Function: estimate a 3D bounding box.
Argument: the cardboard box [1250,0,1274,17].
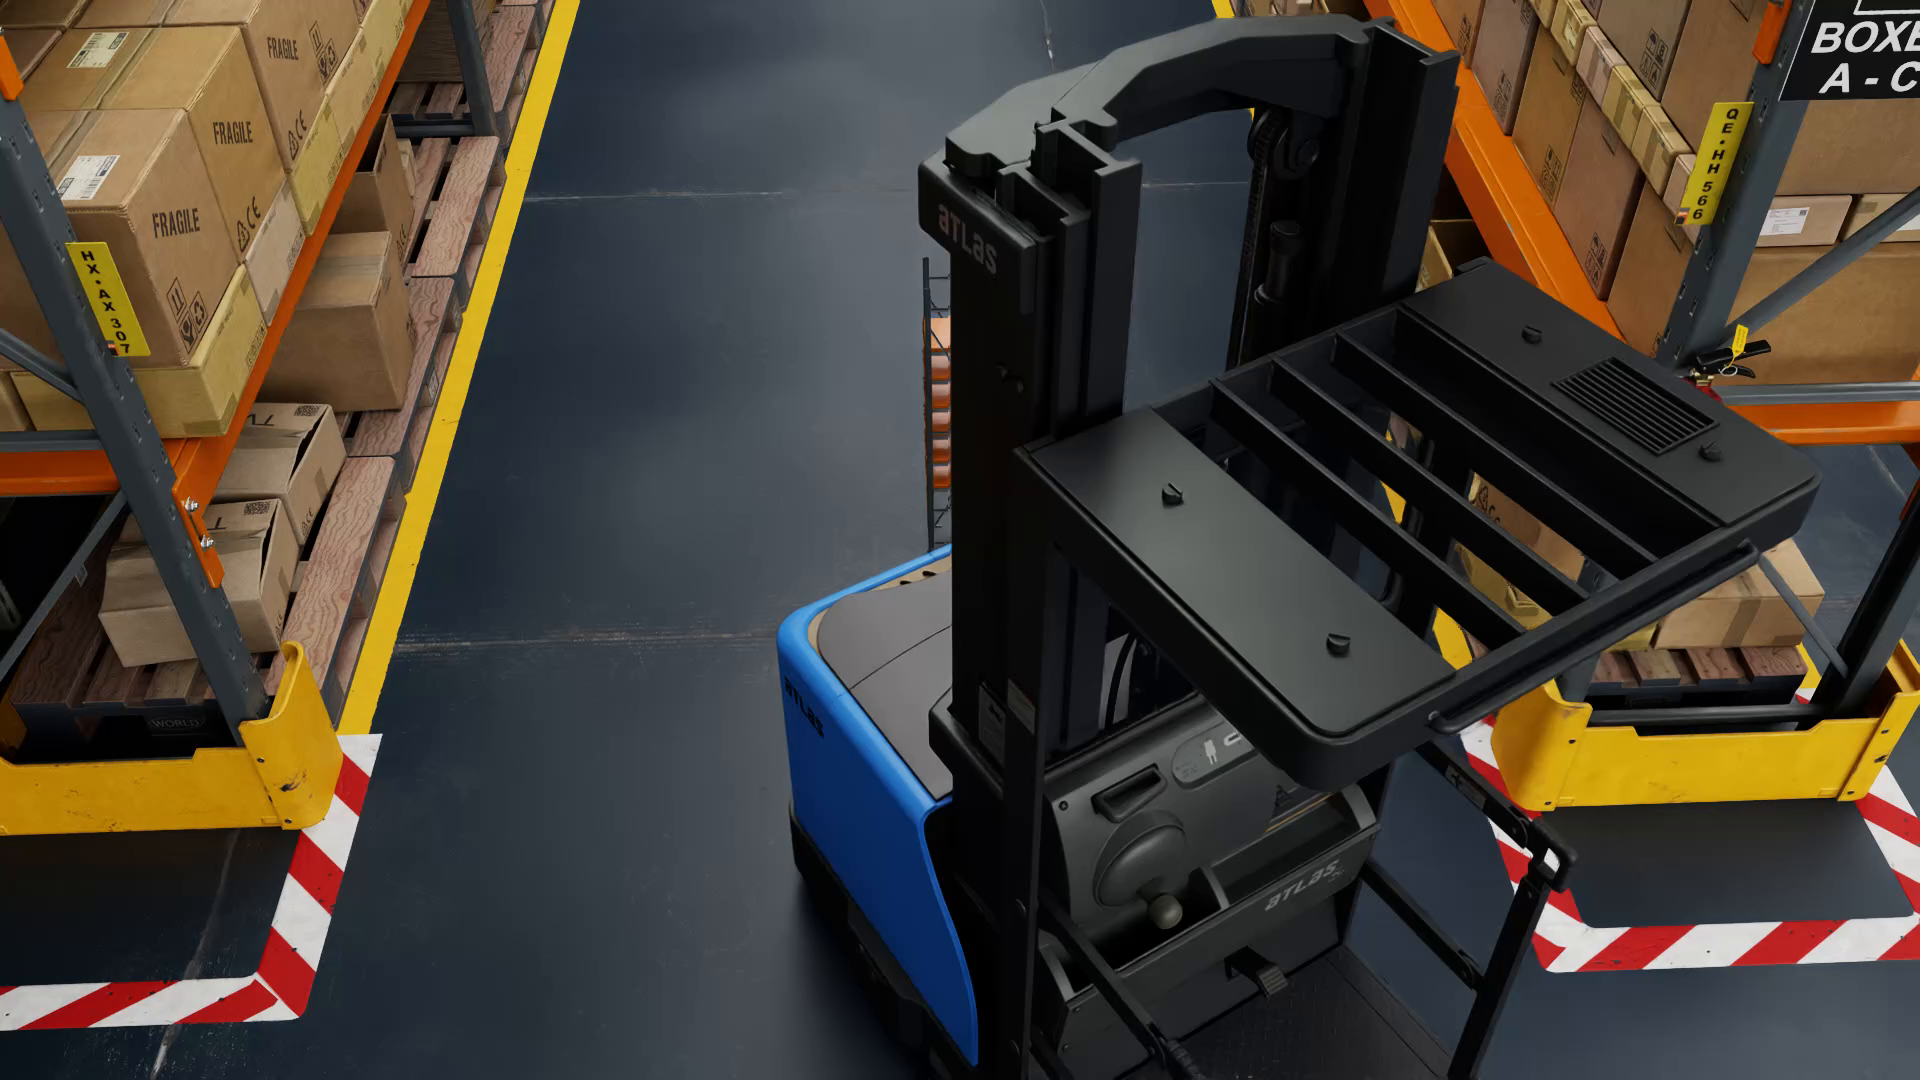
[{"bbox_3d":[1.850,-2.843,8.856,0.500,0.250,0.500,-2,43,-2],"label":"cardboard box"}]

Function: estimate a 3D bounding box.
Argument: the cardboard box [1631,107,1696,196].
[{"bbox_3d":[2.127,-1.093,4.669,0.380,0.149,0.250,-1,43,-1],"label":"cardboard box"}]

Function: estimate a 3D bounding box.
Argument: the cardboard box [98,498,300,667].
[{"bbox_3d":[-2.542,0.116,5.568,0.500,0.311,0.500,-6,43,-7],"label":"cardboard box"}]

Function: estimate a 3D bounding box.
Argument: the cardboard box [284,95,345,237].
[{"bbox_3d":[-2.358,-1.228,5.466,0.500,0.250,0.500,-2,43,-2],"label":"cardboard box"}]

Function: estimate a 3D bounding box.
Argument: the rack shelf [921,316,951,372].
[{"bbox_3d":[0.001,-0.665,5.621,0.258,0.103,0.180,-2,43,-2],"label":"rack shelf"}]

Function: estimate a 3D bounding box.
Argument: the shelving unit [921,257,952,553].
[{"bbox_3d":[0.001,-0.433,5.834,0.258,1.200,0.189,-2,43,-2],"label":"shelving unit"}]

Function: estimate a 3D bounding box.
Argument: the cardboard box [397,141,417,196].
[{"bbox_3d":[-2.720,-1.701,7.657,0.380,0.166,0.250,-7,43,-7],"label":"cardboard box"}]

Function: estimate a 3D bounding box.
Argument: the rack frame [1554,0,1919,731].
[{"bbox_3d":[2.347,-0.388,4.453,1.000,3.000,0.127,-2,43,-2],"label":"rack frame"}]

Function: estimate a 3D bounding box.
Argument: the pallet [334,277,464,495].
[{"bbox_3d":[-2.654,-0.638,6.790,1.003,0.211,1.213,-2,43,-2],"label":"pallet"}]

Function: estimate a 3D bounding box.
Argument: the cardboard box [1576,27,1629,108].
[{"bbox_3d":[2.108,-1.436,5.042,0.380,0.149,0.250,-1,43,-1],"label":"cardboard box"}]

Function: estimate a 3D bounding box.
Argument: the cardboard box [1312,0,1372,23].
[{"bbox_3d":[1.884,-2.184,7.582,0.500,0.500,0.500,-2,43,-2],"label":"cardboard box"}]

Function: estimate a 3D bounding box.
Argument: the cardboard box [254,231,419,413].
[{"bbox_3d":[-2.547,-0.835,6.466,0.700,0.500,0.500,-4,43,-4],"label":"cardboard box"}]

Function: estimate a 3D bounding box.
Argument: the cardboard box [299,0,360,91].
[{"bbox_3d":[-2.383,-1.834,5.572,0.500,0.500,0.500,0,43,0],"label":"cardboard box"}]

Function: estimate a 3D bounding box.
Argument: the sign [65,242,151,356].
[{"bbox_3d":[-2.060,-0.578,4.020,0.100,0.325,0.005,-2,43,-2],"label":"sign"}]

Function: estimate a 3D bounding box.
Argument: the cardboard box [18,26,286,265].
[{"bbox_3d":[-2.333,-1.137,4.812,0.500,0.500,0.500,-2,43,-2],"label":"cardboard box"}]

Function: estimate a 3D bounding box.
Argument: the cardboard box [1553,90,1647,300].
[{"bbox_3d":[2.312,-1.095,5.151,0.700,0.500,0.500,-1,43,-1],"label":"cardboard box"}]

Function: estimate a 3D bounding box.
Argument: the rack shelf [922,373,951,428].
[{"bbox_3d":[0.001,-0.488,5.783,0.258,0.103,0.180,-2,43,-2],"label":"rack shelf"}]

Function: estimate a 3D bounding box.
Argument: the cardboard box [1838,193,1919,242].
[{"bbox_3d":[2.545,-0.935,4.496,0.380,0.149,0.250,-2,43,-2],"label":"cardboard box"}]

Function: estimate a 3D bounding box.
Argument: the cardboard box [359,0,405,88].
[{"bbox_3d":[-2.400,-1.909,6.209,0.500,0.250,0.500,-2,43,-2],"label":"cardboard box"}]

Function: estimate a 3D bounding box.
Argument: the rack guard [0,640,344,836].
[{"bbox_3d":[-2.606,0.627,5.196,1.175,0.500,0.348,-2,43,-2],"label":"rack guard"}]

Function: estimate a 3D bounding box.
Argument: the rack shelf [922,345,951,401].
[{"bbox_3d":[0.001,-0.577,5.702,0.258,0.103,0.180,-2,43,-2],"label":"rack shelf"}]

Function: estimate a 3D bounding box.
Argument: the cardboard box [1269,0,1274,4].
[{"bbox_3d":[1.845,-3.053,8.670,0.500,0.311,0.500,-1,43,-1],"label":"cardboard box"}]

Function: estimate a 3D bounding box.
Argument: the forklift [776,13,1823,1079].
[{"bbox_3d":[0.708,0.586,3.442,1.130,2.935,3.031,-23,47,-23],"label":"forklift"}]

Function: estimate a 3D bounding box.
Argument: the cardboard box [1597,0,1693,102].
[{"bbox_3d":[2.310,-1.609,4.752,0.700,0.500,0.500,-3,43,-3],"label":"cardboard box"}]

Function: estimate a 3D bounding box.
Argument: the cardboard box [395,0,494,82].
[{"bbox_3d":[-2.820,-2.681,8.479,0.700,0.500,0.500,0,43,0],"label":"cardboard box"}]

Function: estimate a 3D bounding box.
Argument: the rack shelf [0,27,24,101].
[{"bbox_3d":[-2.687,-2.434,4.998,1.077,0.370,4.000,-2,43,-2],"label":"rack shelf"}]

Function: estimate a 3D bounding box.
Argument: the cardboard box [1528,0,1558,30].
[{"bbox_3d":[2.084,-1.791,5.430,0.380,0.149,0.250,-1,43,-1],"label":"cardboard box"}]

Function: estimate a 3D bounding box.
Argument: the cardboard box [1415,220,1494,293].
[{"bbox_3d":[1.969,-0.834,6.109,0.500,0.500,0.500,-2,43,-2],"label":"cardboard box"}]

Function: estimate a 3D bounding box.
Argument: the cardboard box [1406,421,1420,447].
[{"bbox_3d":[1.972,-0.558,6.362,0.500,0.250,0.500,-2,43,-2],"label":"cardboard box"}]

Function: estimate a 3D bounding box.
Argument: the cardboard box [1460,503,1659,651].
[{"bbox_3d":[2.029,0.117,5.626,0.500,0.250,0.500,-2,43,-2],"label":"cardboard box"}]

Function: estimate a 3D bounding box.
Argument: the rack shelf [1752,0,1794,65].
[{"bbox_3d":[2.262,-2.579,5.156,1.077,0.370,4.000,-2,43,-2],"label":"rack shelf"}]

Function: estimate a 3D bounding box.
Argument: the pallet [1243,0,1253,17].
[{"bbox_3d":[2.106,-2.557,8.883,1.003,0.211,1.213,-2,43,-2],"label":"pallet"}]

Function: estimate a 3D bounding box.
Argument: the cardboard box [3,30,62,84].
[{"bbox_3d":[-2.846,-1.124,4.798,0.500,0.500,0.500,-1,43,-1],"label":"cardboard box"}]

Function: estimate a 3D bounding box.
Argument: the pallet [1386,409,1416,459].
[{"bbox_3d":[2.223,-0.697,6.854,1.003,0.211,1.213,-2,43,-2],"label":"pallet"}]

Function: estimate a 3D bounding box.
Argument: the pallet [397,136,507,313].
[{"bbox_3d":[-2.709,-1.463,7.690,1.003,0.211,1.213,-2,43,-2],"label":"pallet"}]

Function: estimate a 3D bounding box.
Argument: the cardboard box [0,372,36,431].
[{"bbox_3d":[-2.816,-0.505,4.678,0.500,0.250,0.500,-1,43,-1],"label":"cardboard box"}]

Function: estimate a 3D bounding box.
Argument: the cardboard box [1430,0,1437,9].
[{"bbox_3d":[2.231,-2.470,6.651,0.700,0.500,0.500,-2,43,-2],"label":"cardboard box"}]

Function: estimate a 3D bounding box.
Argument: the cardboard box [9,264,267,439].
[{"bbox_3d":[-2.306,-0.534,4.709,0.500,0.250,0.500,-3,43,-3],"label":"cardboard box"}]

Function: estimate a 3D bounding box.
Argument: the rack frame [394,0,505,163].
[{"bbox_3d":[-2.772,-2.944,7.242,1.000,3.000,0.127,-2,43,-2],"label":"rack frame"}]

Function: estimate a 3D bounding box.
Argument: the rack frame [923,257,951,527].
[{"bbox_3d":[-0.003,-0.494,5.901,0.240,1.200,0.006,-2,43,-2],"label":"rack frame"}]

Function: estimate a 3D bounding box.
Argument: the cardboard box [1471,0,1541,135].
[{"bbox_3d":[2.271,-1.785,5.904,0.700,0.500,0.500,0,43,-1],"label":"cardboard box"}]

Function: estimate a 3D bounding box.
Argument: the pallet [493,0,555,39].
[{"bbox_3d":[-2.862,-3.267,9.658,1.003,0.211,1.213,-2,43,-2],"label":"pallet"}]
